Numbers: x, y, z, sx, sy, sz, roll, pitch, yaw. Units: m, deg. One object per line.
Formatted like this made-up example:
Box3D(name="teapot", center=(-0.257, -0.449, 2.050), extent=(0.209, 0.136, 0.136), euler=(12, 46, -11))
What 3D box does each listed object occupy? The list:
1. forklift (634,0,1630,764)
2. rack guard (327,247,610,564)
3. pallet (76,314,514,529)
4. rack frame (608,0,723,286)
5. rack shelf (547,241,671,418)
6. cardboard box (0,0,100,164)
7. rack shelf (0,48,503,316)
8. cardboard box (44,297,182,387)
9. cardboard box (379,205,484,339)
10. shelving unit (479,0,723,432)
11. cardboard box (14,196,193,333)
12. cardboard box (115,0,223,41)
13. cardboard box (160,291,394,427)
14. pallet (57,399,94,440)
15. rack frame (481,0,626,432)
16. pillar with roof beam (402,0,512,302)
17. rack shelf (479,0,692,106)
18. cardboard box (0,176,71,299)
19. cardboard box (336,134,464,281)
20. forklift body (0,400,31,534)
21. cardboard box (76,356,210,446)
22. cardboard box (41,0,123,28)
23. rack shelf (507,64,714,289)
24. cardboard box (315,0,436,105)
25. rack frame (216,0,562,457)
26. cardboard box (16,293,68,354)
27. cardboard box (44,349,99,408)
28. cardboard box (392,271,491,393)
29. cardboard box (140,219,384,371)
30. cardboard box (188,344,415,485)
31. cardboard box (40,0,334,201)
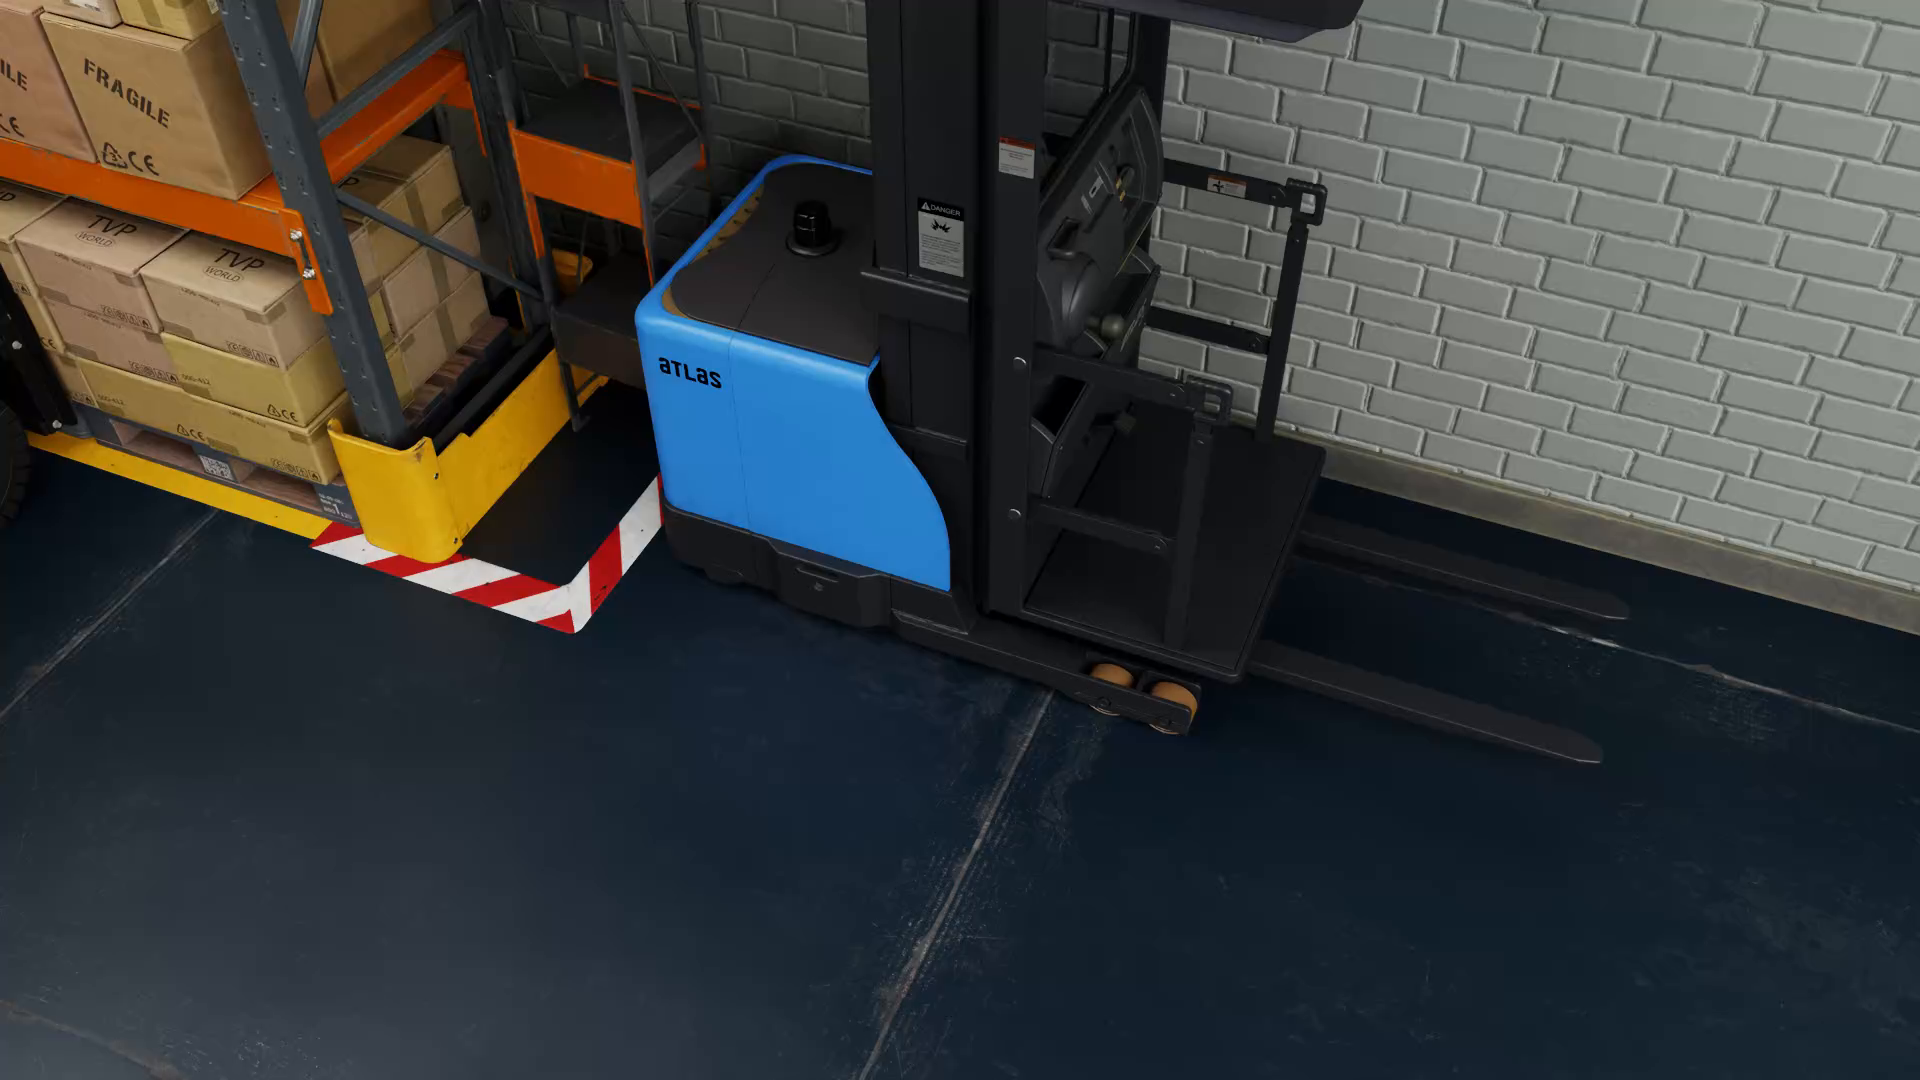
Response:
Box3D(name="forklift", center=(0.580, -0.868, 4.544), extent=(3.031, 2.935, 1.130), euler=(16, 47, 16))
Box3D(name="rack guard", center=(-1.698, -0.510, 5.908), extent=(0.348, 0.500, 1.175), euler=(16, 47, 16))
Box3D(name="pallet", center=(-2.442, -0.594, 6.197), extent=(1.213, 0.211, 1.003), euler=(16, 47, 16))
Box3D(name="rack frame", center=(-0.902, -1.115, 5.380), extent=(0.015, 2.100, 0.400), euler=(20, 48, 19))
Box3D(name="rack shelf", center=(-1.117, -0.687, 5.962), extent=(0.480, 0.518, 0.431), euler=(20, 48, 19))
Box3D(name="cardboard box", center=(-2.751, -1.547, 5.108), extent=(0.500, 0.500, 0.500), euler=(18, 48, 17))
Box3D(name="rack shelf", center=(-3.566, -1.690, 5.832), extent=(4.000, 0.370, 1.077), euler=(16, 47, 16))
Box3D(name="cardboard box", center=(-2.749, -0.826, 5.750), extent=(0.500, 0.250, 0.500), euler=(16, 47, 15))
Box3D(name="cardboard box", center=(-2.074, -1.017, 5.942), extent=(0.500, 0.250, 0.500), euler=(17, 47, 17))
Box3D(name="shelving unit", center=(-1.119, -1.193, 5.459), extent=(0.503, 2.100, 0.431), euler=(20, 48, 19))
Box3D(name="cardboard box", center=(-2.739, -0.988, 5.559), extent=(0.500, 0.250, 0.500), euler=(17, 47, 17))
Box3D(name="cardboard box", center=(-2.148, -1.579, 4.680), extent=(0.250, 0.149, 0.380), euler=(17, 47, 16))
Box3D(name="cardboard box", center=(-2.290, -0.682, 5.606), extent=(0.500, 0.250, 0.500), euler=(16, 47, 15))
Box3D(name="pallet", center=(-3.564, -0.927, 6.531), extent=(1.213, 0.211, 1.003), euler=(16, 47, 16))
Box3D(name="rack frame", center=(-1.336, -1.271, 5.539), extent=(0.015, 2.100, 0.400), euler=(20, 48, 19))
Box3D(name="pillar with roof beam", center=(-3.674, -1.502, 0.880), extent=(0.400, 9.000, 9.100), euler=(16, 47, 16))
Box3D(name="rack shelf", center=(-1.121, -1.680, 4.976), extent=(0.480, 0.518, 0.431), euler=(20, 48, 19))
Box3D(name="cardboard box", center=(-3.209, -1.118, 5.690), extent=(0.500, 0.250, 0.500), euler=(17, 47, 16))
Box3D(name="cardboard box", center=(-2.091, -1.185, 5.757), extent=(0.500, 0.250, 0.500), euler=(16, 47, 15))
Box3D(name="forklift body", center=(-4.173, -0.429, 4.656), extent=(1.214, 2.155, 2.313), euler=(16, 47, 16))
Box3D(name="cardboard box", center=(-2.731, -0.640, 5.918), extent=(0.500, 0.250, 0.500), euler=(16, 47, 16))
Box3D(name="cardboard box", center=(-2.396, -1.629, 4.730), extent=(0.250, 0.149, 0.380), euler=(17, 47, 16))
Box3D(name="rack shelf", center=(-1.119, -1.184, 5.469), extent=(0.480, 0.518, 0.431), euler=(20, 48, 19))
Box3D(name="cardboard box", center=(-2.071, -1.753, 5.314), extent=(0.500, 0.500, 0.500), euler=(18, 48, 17))
Box3D(name="rack frame", center=(-1.720, -1.402, 5.033), extent=(0.127, 3.000, 1.000), euler=(16, 47, 16))
Box3D(name="cardboard box", center=(-3.233, -0.952, 5.877), extent=(0.500, 0.250, 0.500), euler=(15, 47, 15))
Box3D(name="cardboard box", center=(-3.189, -0.781, 6.060), extent=(0.500, 0.250, 0.500), euler=(17, 47, 16))
Box3D(name="cardboard box", center=(-2.099, -0.837, 6.116), extent=(0.500, 0.250, 0.500), euler=(17, 47, 16))
Box3D(name="cardboard box", center=(-2.266, -0.853, 5.423), extent=(0.500, 0.250, 0.500), euler=(18, 48, 17))
Box3D(name="cardboard box", center=(-2.276, -0.498, 5.776), extent=(0.500, 0.250, 0.500), euler=(17, 47, 16))
Box3D(name="cardboard box", center=(-2.276, -1.400, 4.960), extent=(0.500, 0.500, 0.500), euler=(15, 47, 15))
